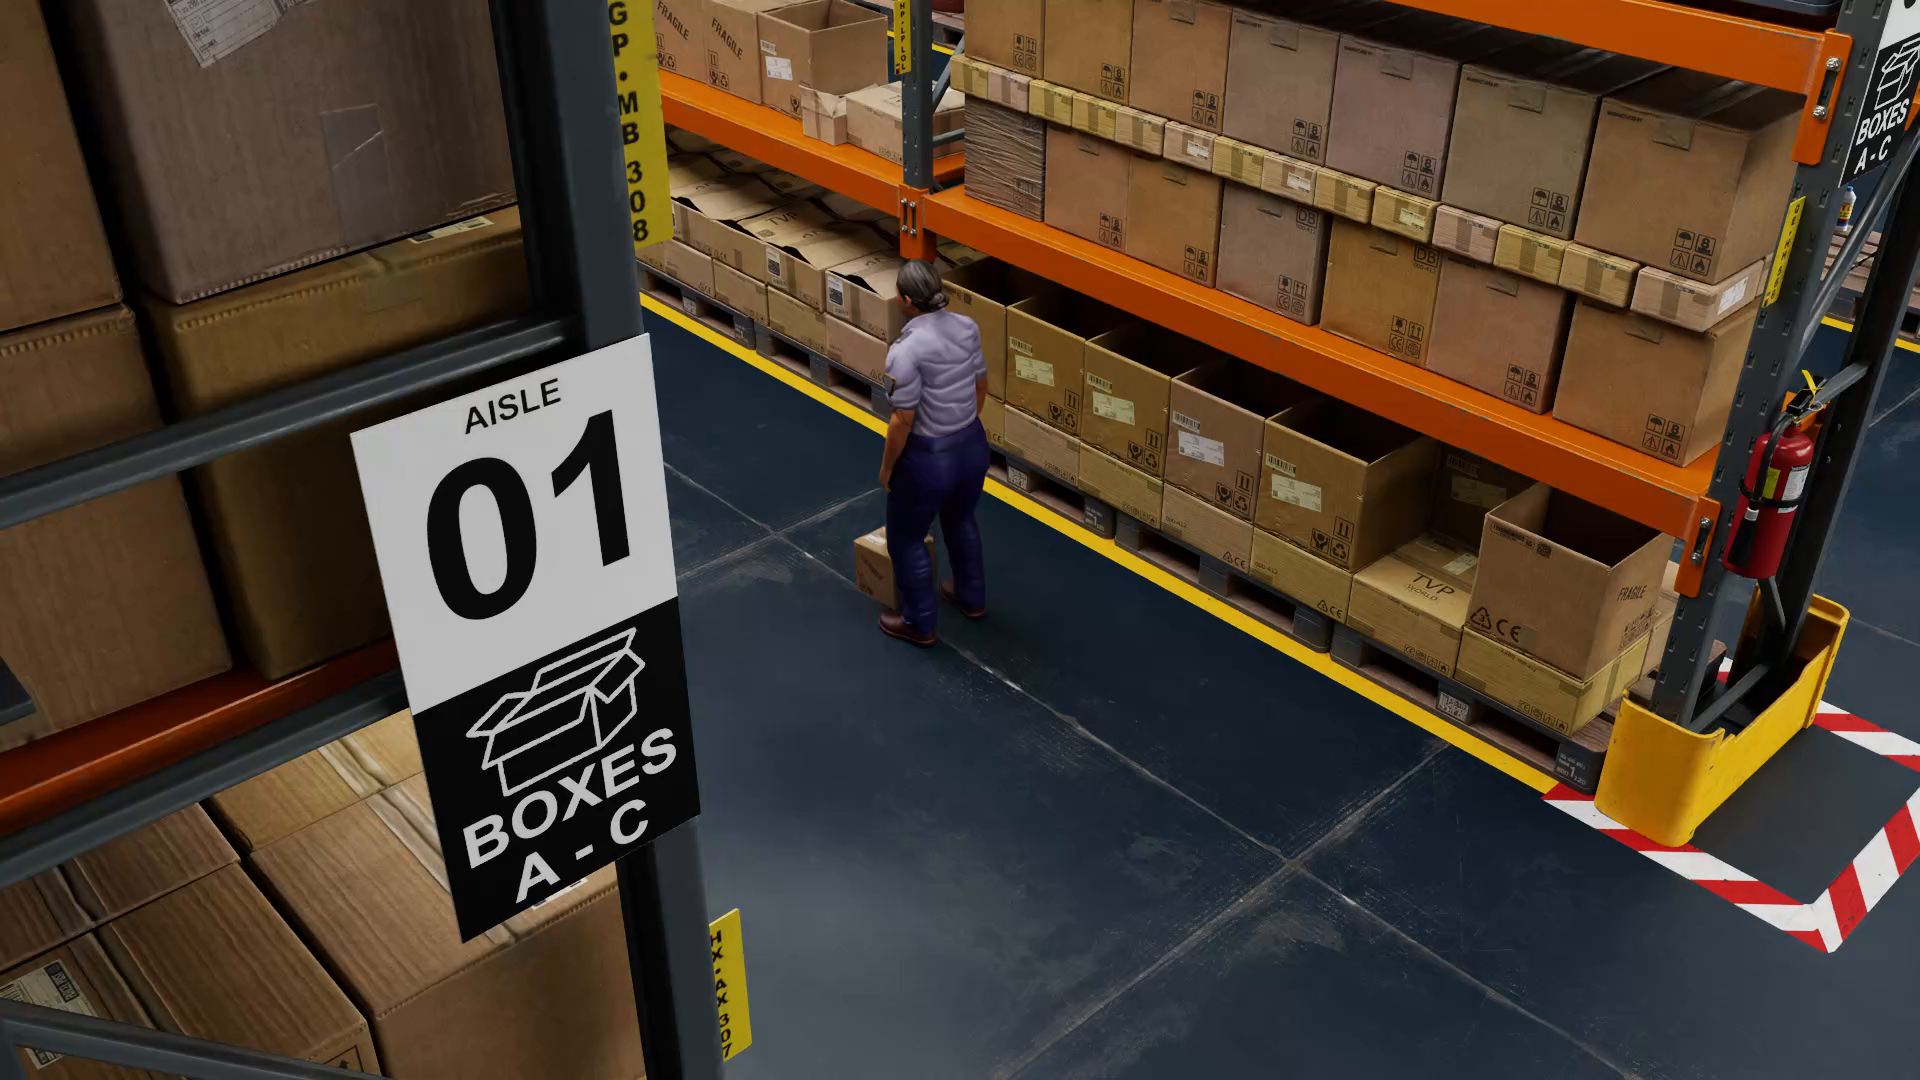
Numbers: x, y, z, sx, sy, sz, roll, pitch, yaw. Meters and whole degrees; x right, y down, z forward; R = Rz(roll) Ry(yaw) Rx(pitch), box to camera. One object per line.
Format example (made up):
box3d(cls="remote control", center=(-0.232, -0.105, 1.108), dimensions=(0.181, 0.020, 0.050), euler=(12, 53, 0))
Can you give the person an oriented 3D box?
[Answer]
box3d(cls="person", center=(-0.099, -0.343, 6.692), dimensions=(0.535, 1.653, 0.373), euler=(-27, 41, -36))
